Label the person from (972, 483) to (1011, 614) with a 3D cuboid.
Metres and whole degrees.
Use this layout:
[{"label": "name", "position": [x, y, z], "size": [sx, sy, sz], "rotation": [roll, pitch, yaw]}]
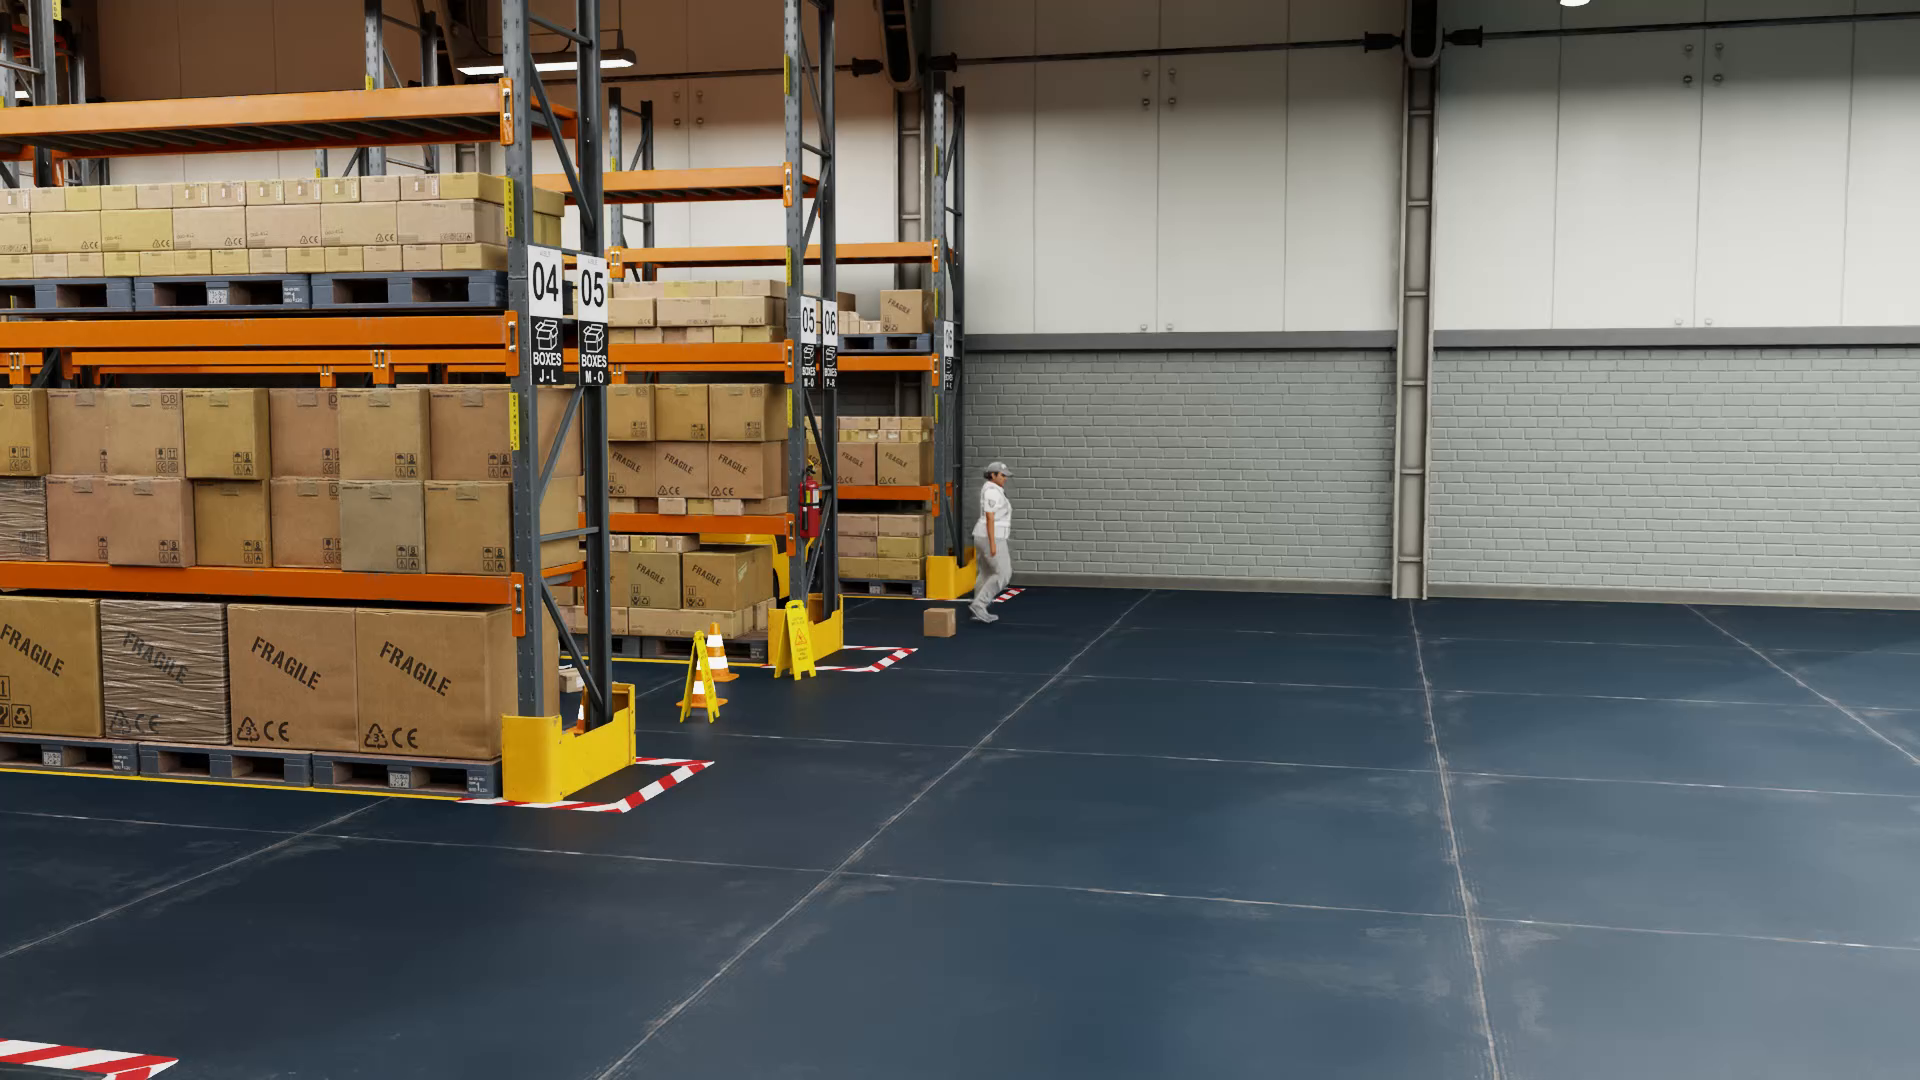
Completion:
[{"label": "person", "position": [0.315, 0.092, 17.130], "size": [0.435, 1.354, 0.487], "rotation": [-1, 5, -7]}]
